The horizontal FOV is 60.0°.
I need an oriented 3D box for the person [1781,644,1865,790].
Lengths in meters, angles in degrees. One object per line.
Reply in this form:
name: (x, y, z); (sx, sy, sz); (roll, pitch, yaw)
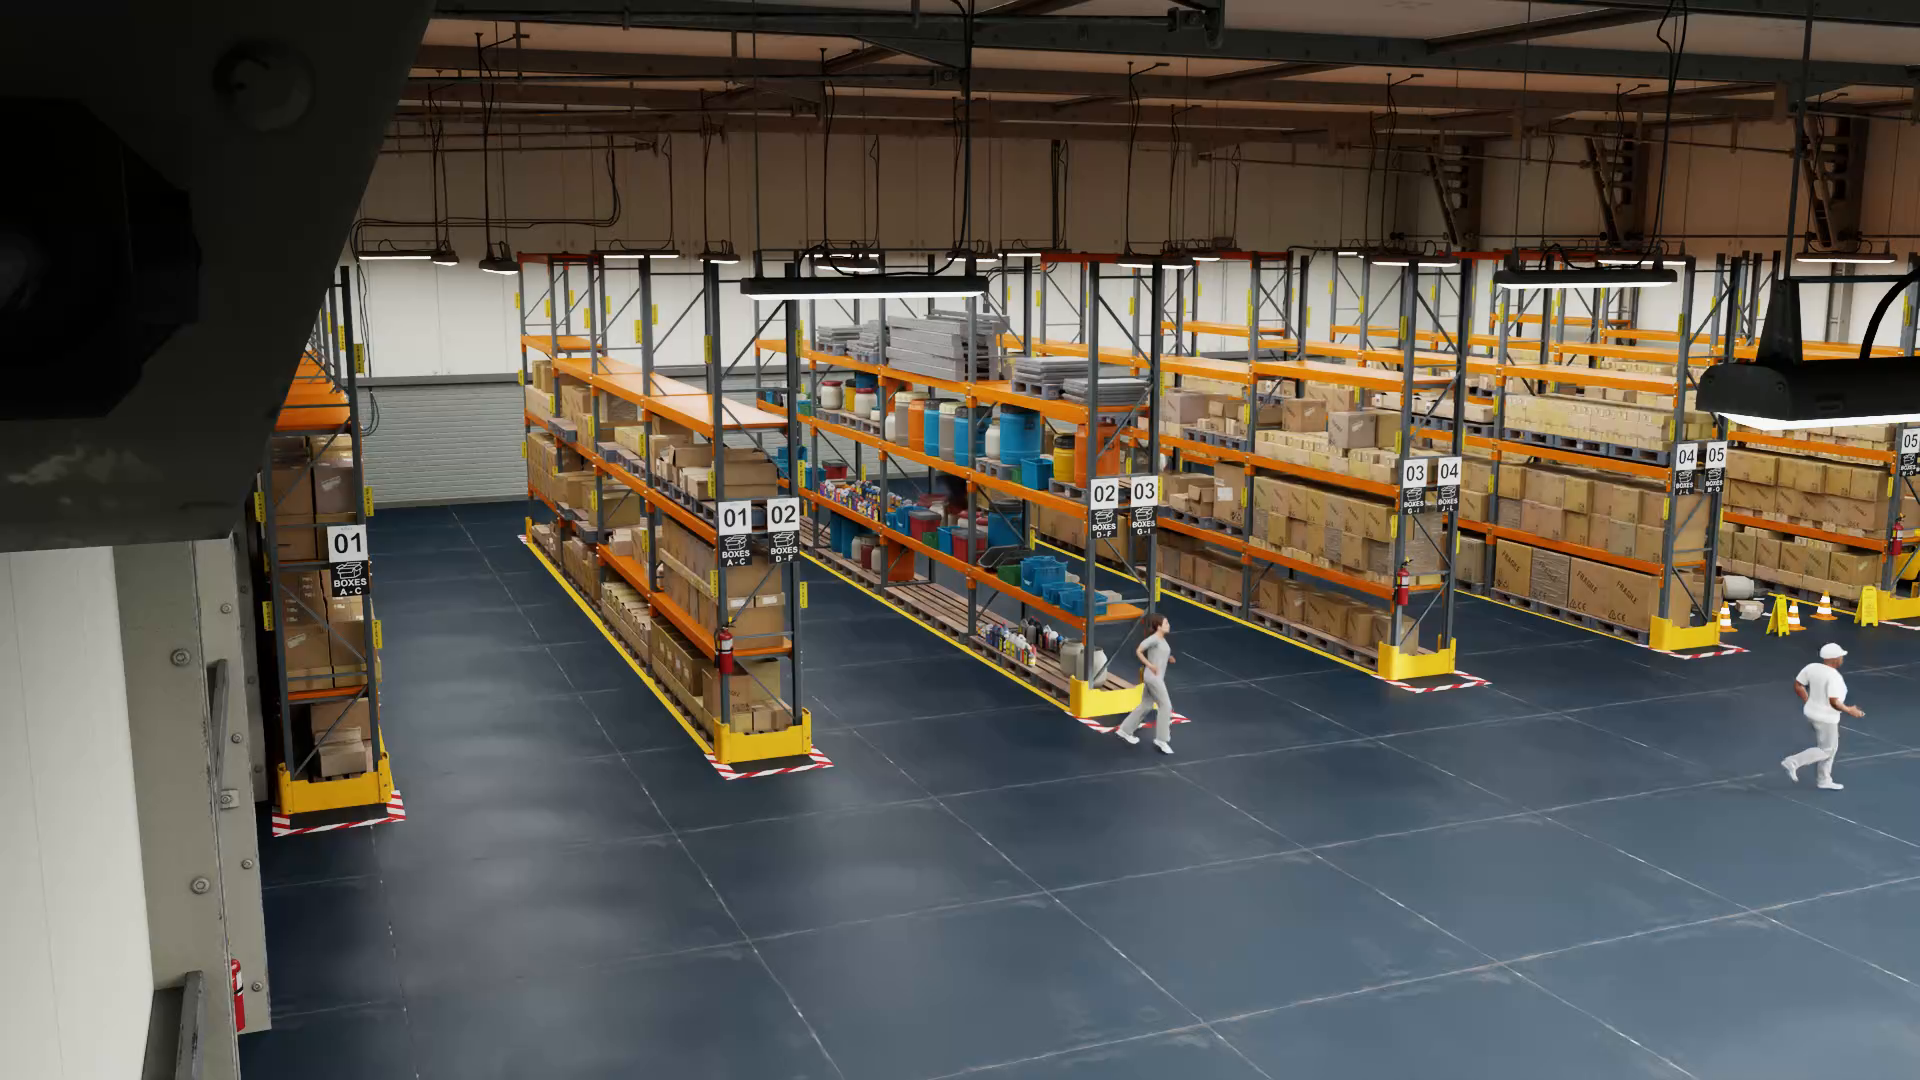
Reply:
person: (9.839, 2.039, 19.118); (0.815, 1.739, 0.689); (0, 10, -3)

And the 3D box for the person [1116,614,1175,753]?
person: (2.365, 1.783, 20.855); (0.747, 1.708, 0.609); (3, 11, 14)

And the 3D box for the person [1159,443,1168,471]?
person: (4.448, -1.379, 37.776); (0.685, 1.738, 0.599); (-5, 11, -25)

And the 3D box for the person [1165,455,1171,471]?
person: (5.134, -2.078, 41.799); (0.794, 1.730, 0.624); (-3, 11, -18)
